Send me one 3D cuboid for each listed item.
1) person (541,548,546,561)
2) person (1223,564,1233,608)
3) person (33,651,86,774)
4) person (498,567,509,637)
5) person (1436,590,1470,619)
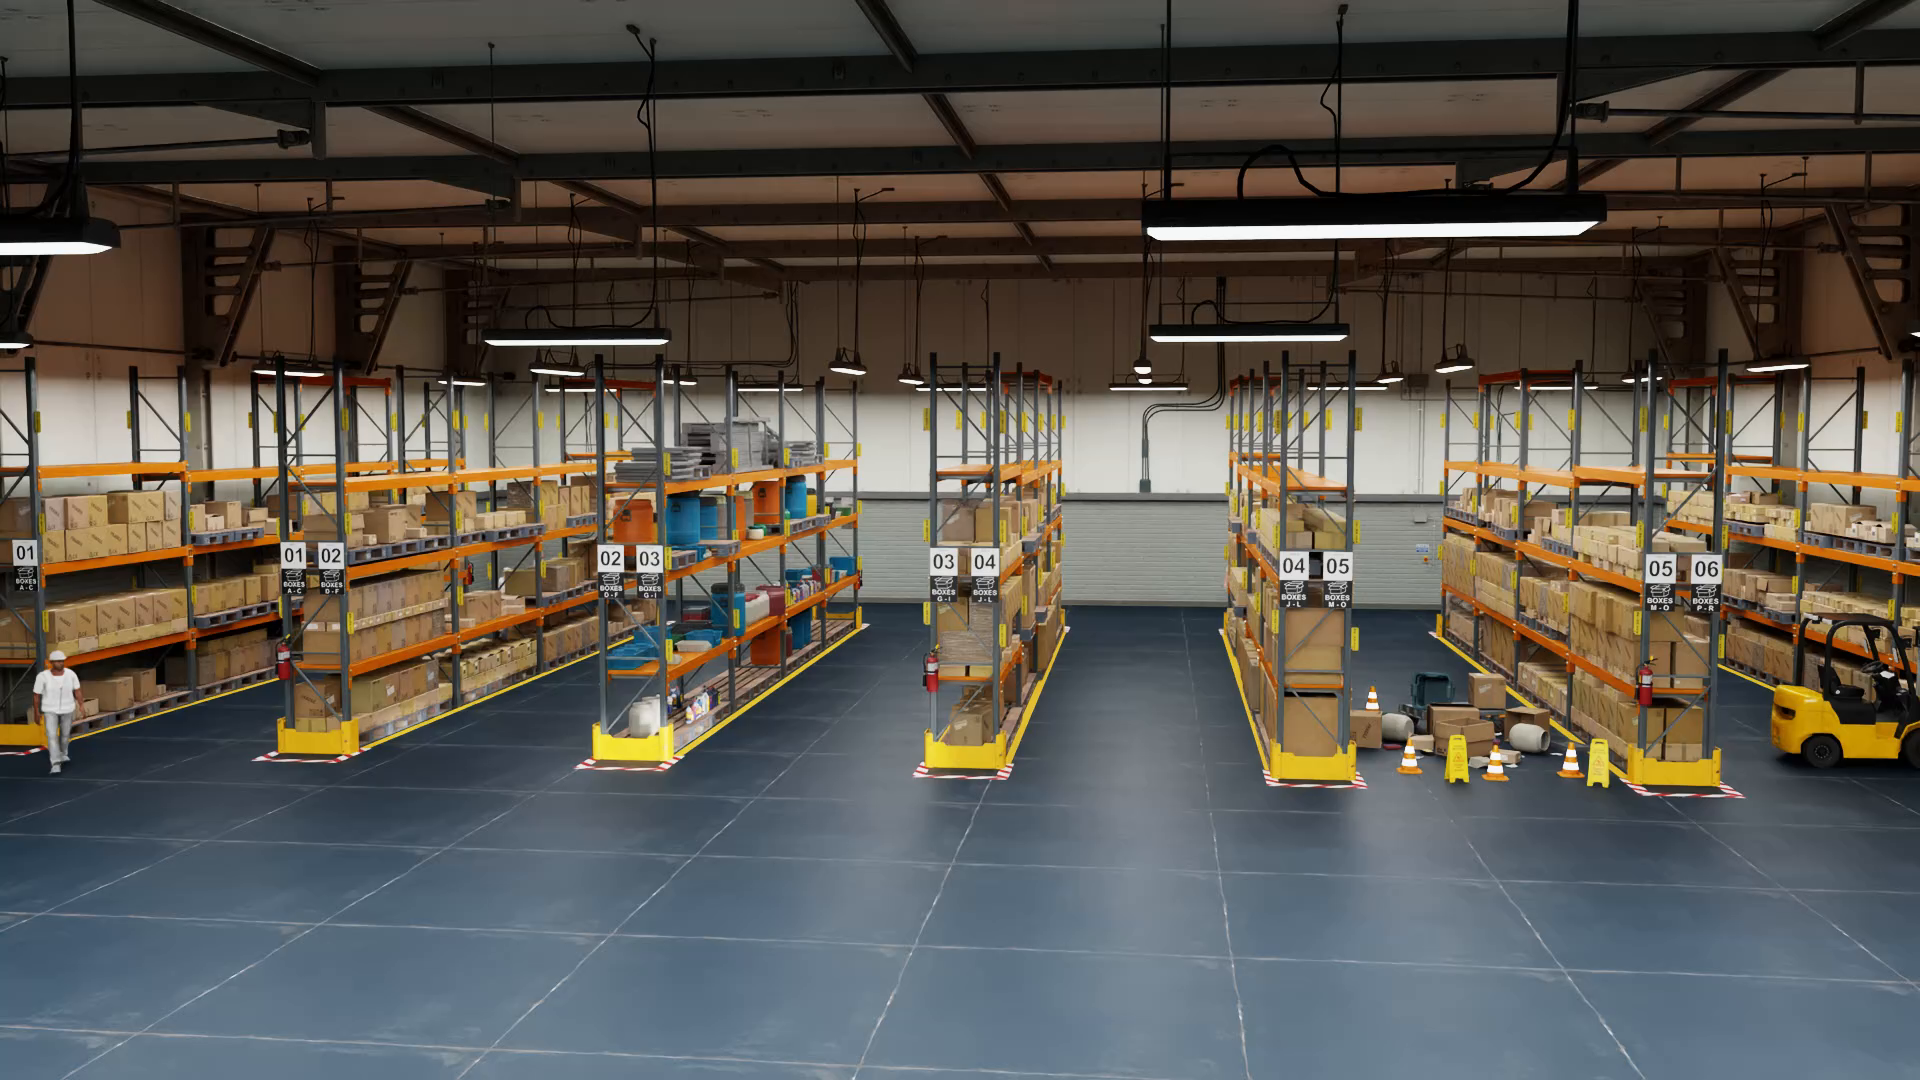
[{"bbox_3d":[-10.999,1.055,43.804,0.392,1.691,0.507,1,4,9],"label":"person"},{"bbox_3d":[7.084,1.120,42.642,0.548,1.697,1.085,3,5,34],"label":"person"},{"bbox_3d":[-12.941,2.434,23.887,0.650,1.697,1.113,-3,5,-35],"label":"person"},{"bbox_3d":[-10.584,1.437,38.874,0.551,1.599,1.034,0,4,3],"label":"person"},{"bbox_3d":[12.540,1.156,42.277,0.954,1.686,0.527,0,4,-6],"label":"person"}]
